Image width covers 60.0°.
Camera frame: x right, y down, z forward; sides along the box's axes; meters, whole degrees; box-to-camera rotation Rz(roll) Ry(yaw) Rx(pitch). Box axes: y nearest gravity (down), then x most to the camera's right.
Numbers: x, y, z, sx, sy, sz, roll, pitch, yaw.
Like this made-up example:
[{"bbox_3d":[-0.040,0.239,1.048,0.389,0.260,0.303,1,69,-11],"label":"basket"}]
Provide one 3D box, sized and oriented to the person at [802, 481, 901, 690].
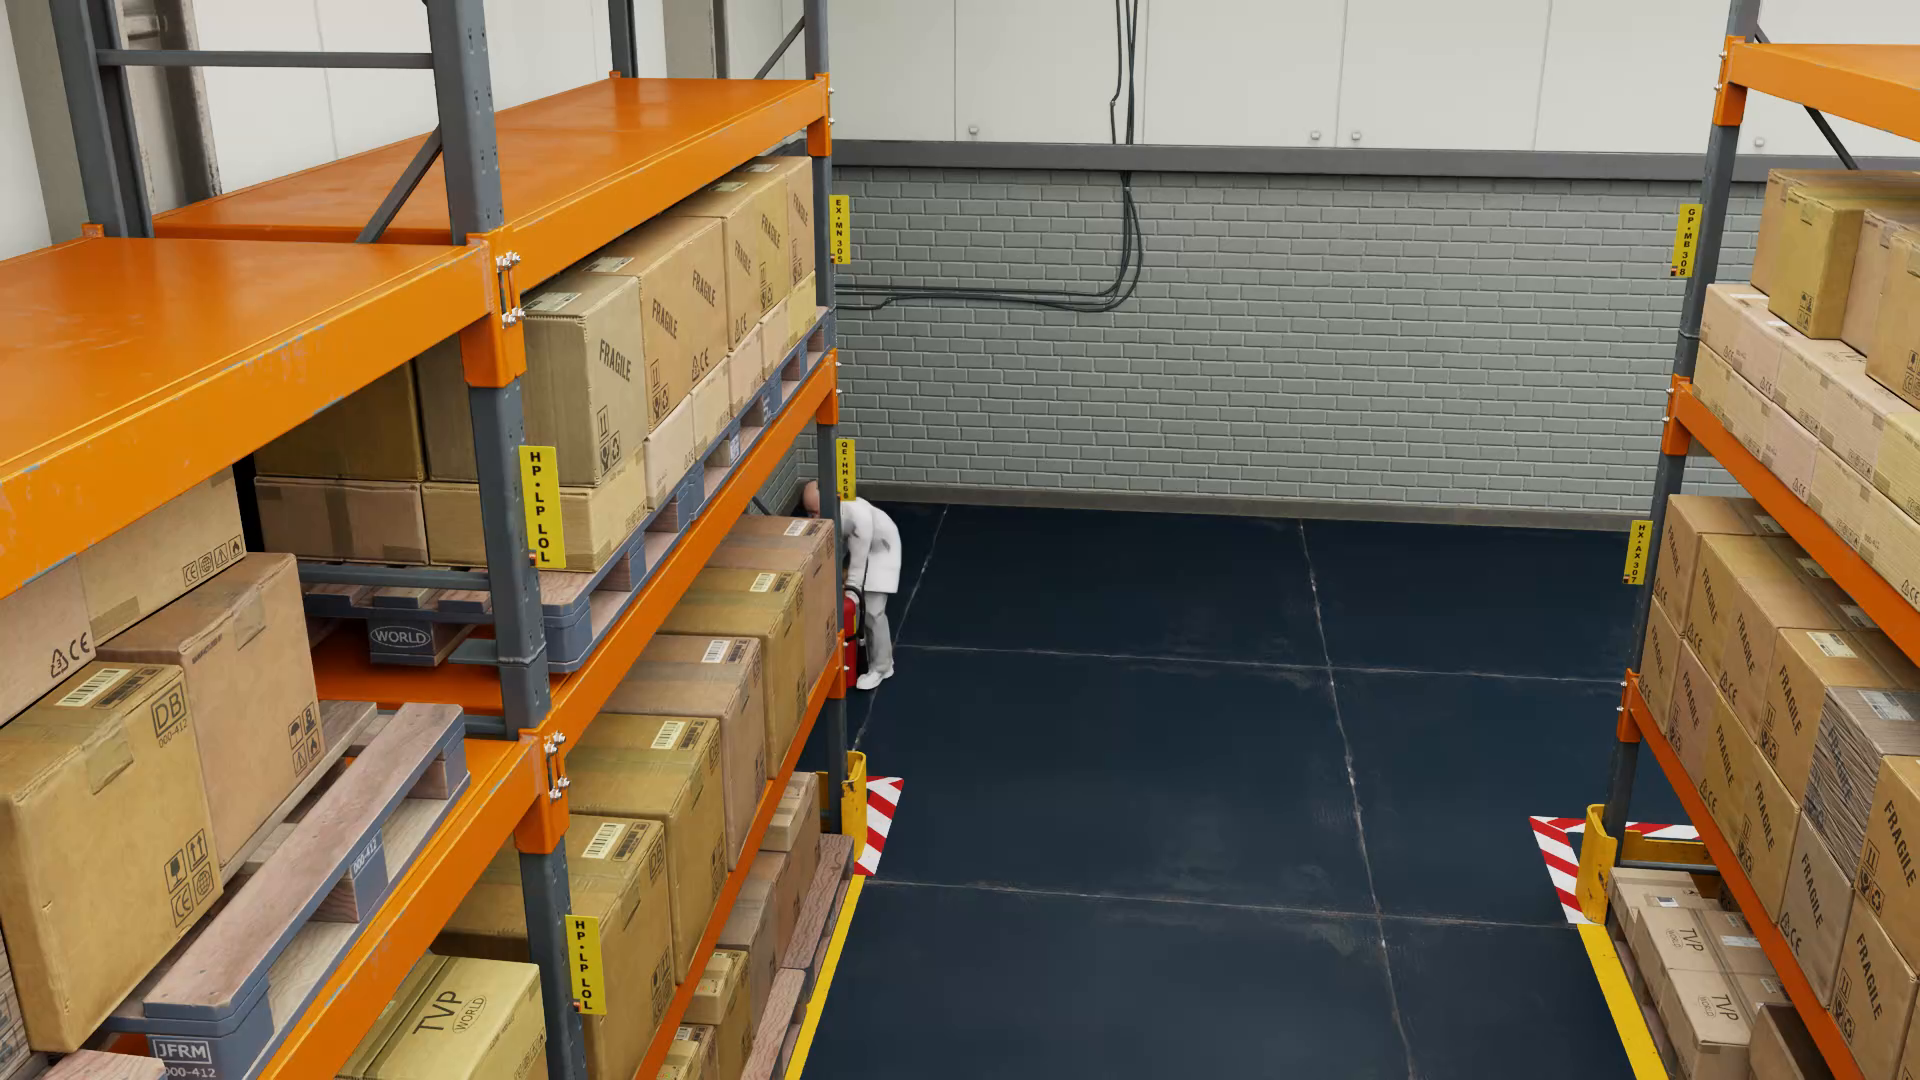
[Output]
[{"bbox_3d":[-0.728,0.252,10.827,0.547,1.508,0.806,16,26,36],"label":"person"}]
